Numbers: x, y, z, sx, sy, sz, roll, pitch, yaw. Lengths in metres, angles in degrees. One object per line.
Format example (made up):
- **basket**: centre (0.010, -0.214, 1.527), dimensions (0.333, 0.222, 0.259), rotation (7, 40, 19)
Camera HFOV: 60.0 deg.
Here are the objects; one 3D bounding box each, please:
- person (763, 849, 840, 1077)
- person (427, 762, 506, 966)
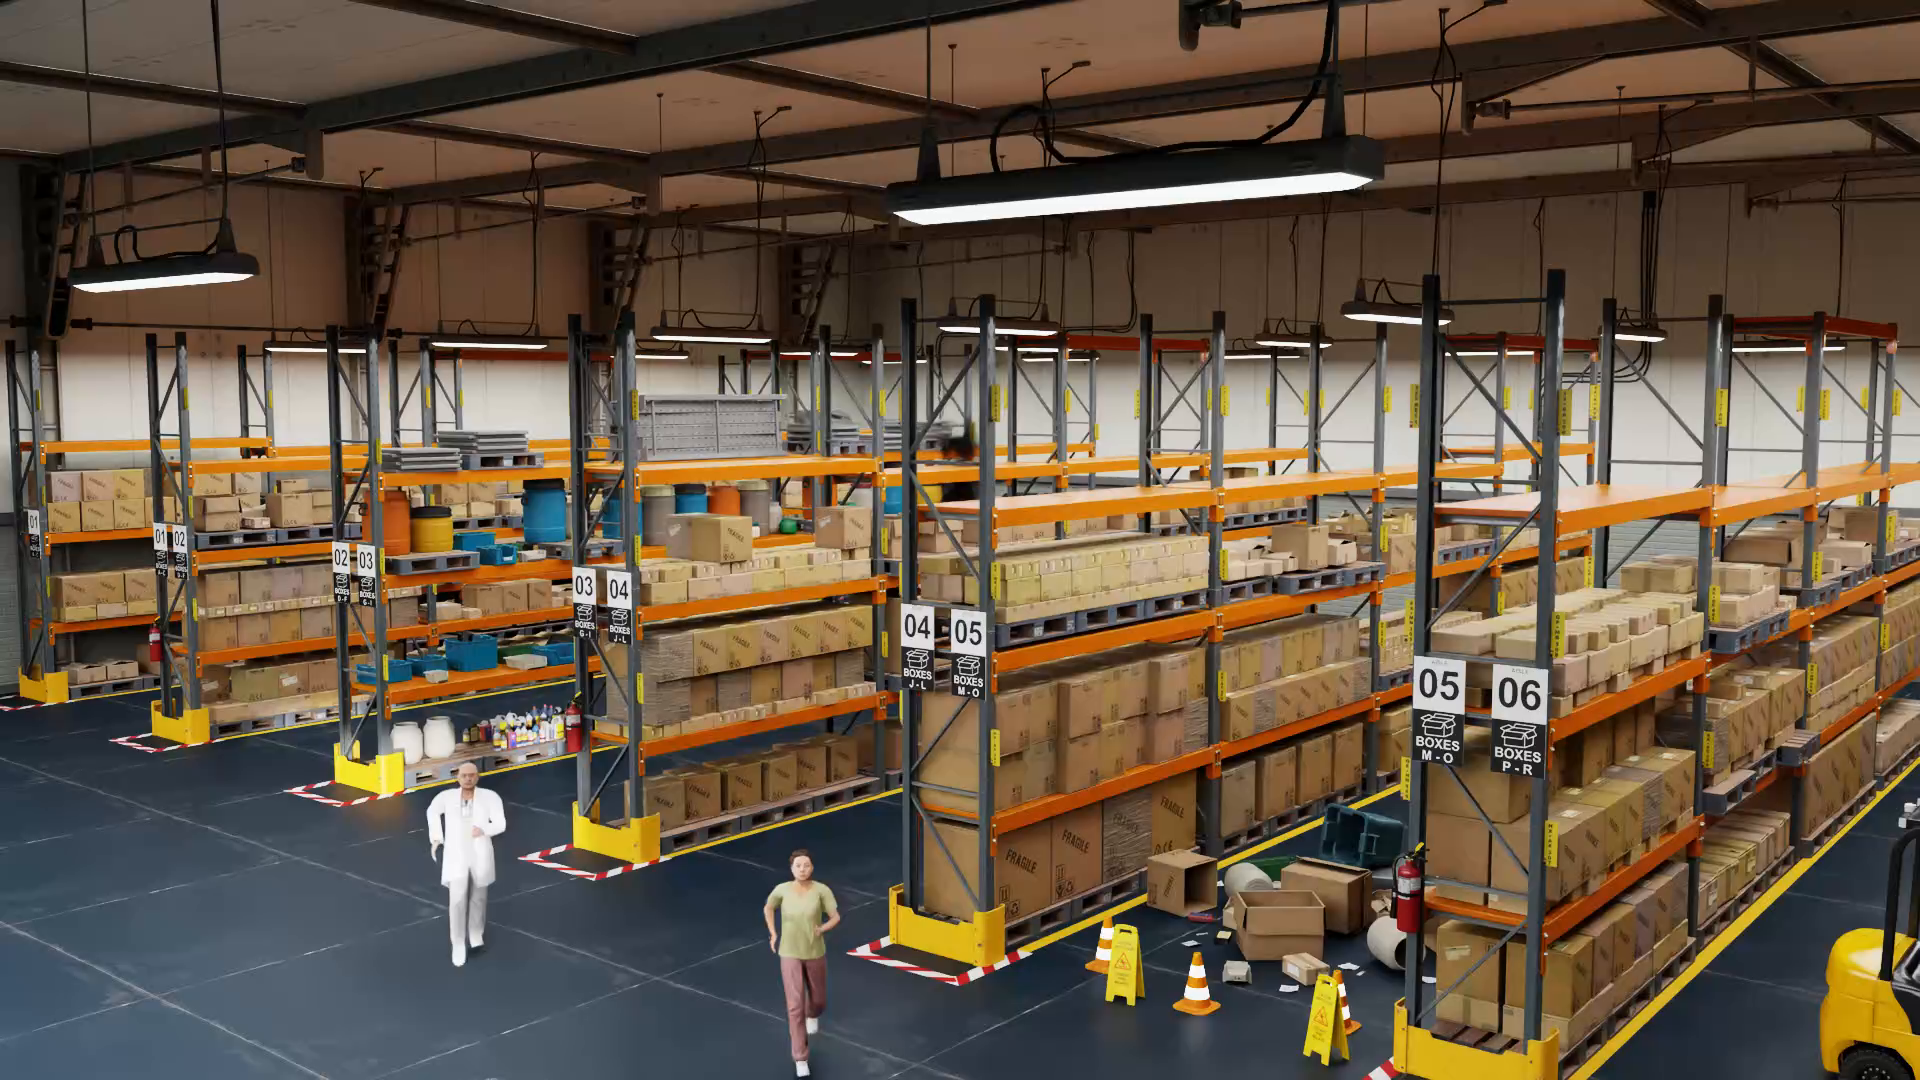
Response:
- **person**: centre (-1.214, 3.188, 12.809), dimensions (0.589, 1.642, 0.882), rotation (-1, 5, -7)
- **person**: centre (-4.470, 2.929, 15.114), dimensions (0.673, 1.831, 0.807), rotation (-2, 5, -19)
